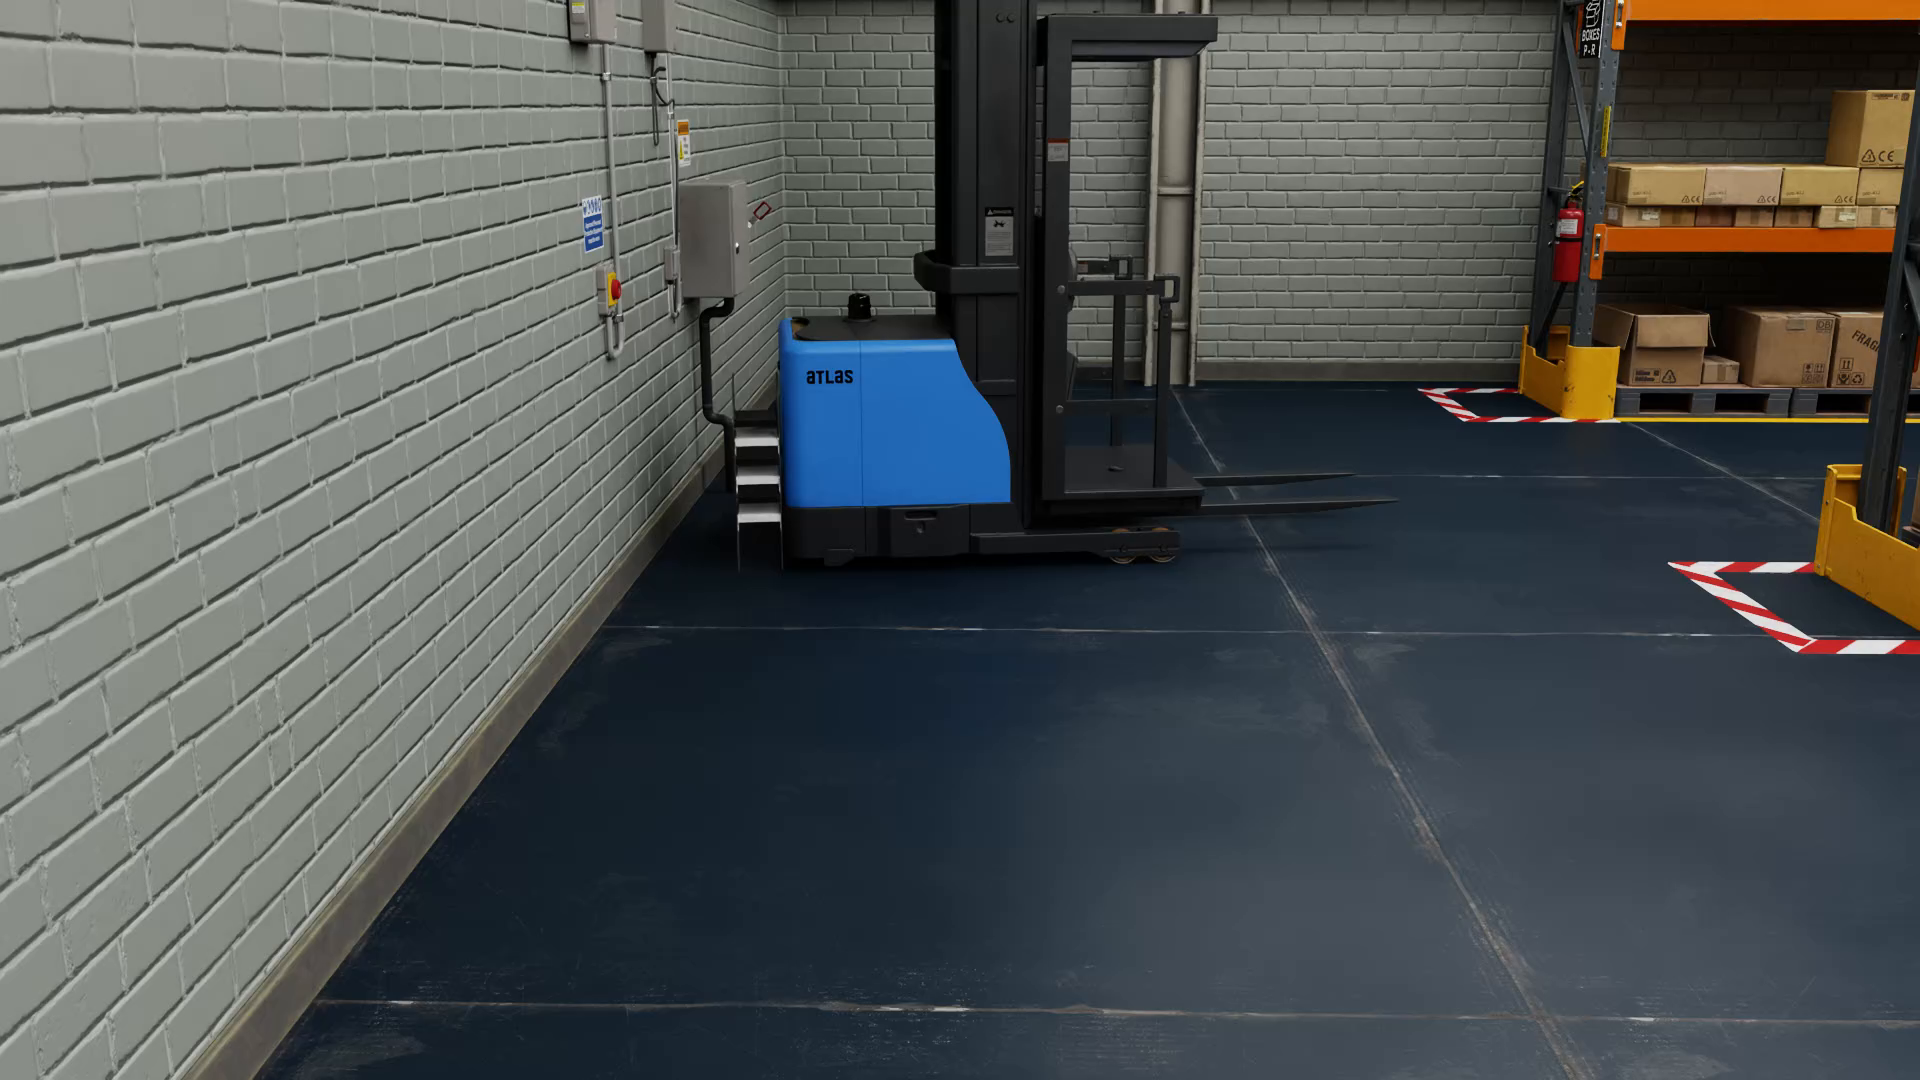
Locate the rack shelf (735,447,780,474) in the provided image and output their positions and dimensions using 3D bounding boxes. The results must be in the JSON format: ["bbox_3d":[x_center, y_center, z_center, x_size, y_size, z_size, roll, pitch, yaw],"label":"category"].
[{"bbox_3d":[-0.947,-0.375,7.775,0.200,0.077,0.258,-2,15,-7],"label":"rack shelf"}]

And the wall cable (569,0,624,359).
[{"bbox_3d":[-1.463,-1.703,6.861,0.123,1.953,0.585,0,15,1],"label":"wall cable"}]

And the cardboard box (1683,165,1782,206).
[{"bbox_3d":[5.248,-2.428,11.373,0.500,0.250,0.500,1,15,2],"label":"cardboard box"}]

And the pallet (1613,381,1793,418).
[{"bbox_3d":[5.171,-1.077,12.011,1.213,0.211,1.003,0,15,1],"label":"pallet"}]

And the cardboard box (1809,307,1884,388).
[{"bbox_3d":[6.286,-1.353,11.666,0.500,0.500,0.500,1,15,2],"label":"cardboard box"}]

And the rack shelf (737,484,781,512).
[{"bbox_3d":[-0.947,-0.201,7.821,0.200,0.077,0.258,-2,15,-7],"label":"rack shelf"}]

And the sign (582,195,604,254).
[{"bbox_3d":[-1.525,-1.315,6.915,0.001,0.218,0.327,0,15,1],"label":"sign"}]

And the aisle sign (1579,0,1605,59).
[{"bbox_3d":[4.222,-3.614,11.062,0.004,0.787,0.394,0,15,1],"label":"aisle sign"}]

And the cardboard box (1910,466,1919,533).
[{"bbox_3d":[4.837,-0.151,7.231,0.875,0.438,0.875,0,15,0],"label":"cardboard box"}]

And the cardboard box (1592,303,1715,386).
[{"bbox_3d":[4.907,-1.399,11.834,0.637,0.503,0.797,0,15,-1],"label":"cardboard box"}]

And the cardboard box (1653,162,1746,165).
[{"bbox_3d":[5.280,-2.564,11.888,0.500,0.250,0.500,0,15,2],"label":"cardboard box"}]

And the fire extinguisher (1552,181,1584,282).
[{"bbox_3d":[4.139,-2.097,11.290,0.183,0.674,0.296,0,15,1],"label":"fire extinguisher"}]

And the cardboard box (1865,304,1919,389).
[{"bbox_3d":[6.798,-1.375,11.750,0.500,0.500,0.700,0,15,-1],"label":"cardboard box"}]

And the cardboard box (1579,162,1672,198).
[{"bbox_3d":[4.764,-2.567,11.902,0.500,0.250,0.500,1,15,3],"label":"cardboard box"}]

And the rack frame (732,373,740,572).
[{"bbox_3d":[-1.048,-0.317,7.777,0.006,0.900,0.240,-2,15,-7],"label":"rack frame"}]

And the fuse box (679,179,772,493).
[{"bbox_3d":[-1.263,-1.108,9.186,0.414,1.711,0.539,0,15,1],"label":"fuse box"}]

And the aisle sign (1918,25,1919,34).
[{"bbox_3d":[4.111,-2.502,6.848,0.004,0.787,0.394,0,15,1],"label":"aisle sign"}]

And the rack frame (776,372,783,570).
[{"bbox_3d":[-0.846,-0.323,7.801,0.006,0.900,0.240,-2,15,-7],"label":"rack frame"}]

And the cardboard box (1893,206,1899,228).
[{"bbox_3d":[6.429,-2.236,11.428,0.250,0.149,0.380,0,15,1],"label":"cardboard box"}]

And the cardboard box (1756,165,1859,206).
[{"bbox_3d":[5.755,-2.425,11.364,0.500,0.250,0.500,0,15,0],"label":"cardboard box"}]

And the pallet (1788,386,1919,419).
[{"bbox_3d":[6.387,-1.069,11.978,1.213,0.211,1.003,0,15,1],"label":"pallet"}]

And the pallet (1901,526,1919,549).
[{"bbox_3d":[4.976,0.168,7.289,1.213,0.211,1.003,0,15,1],"label":"pallet"}]

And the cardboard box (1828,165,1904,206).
[{"bbox_3d":[6.267,-2.427,11.372,0.500,0.250,0.500,0,15,0],"label":"cardboard box"}]

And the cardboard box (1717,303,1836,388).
[{"bbox_3d":[5.760,-1.382,11.776,0.500,0.500,0.700,1,15,4],"label":"cardboard box"}]

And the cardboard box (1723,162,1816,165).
[{"bbox_3d":[5.775,-2.559,11.871,0.500,0.250,0.500,1,15,3],"label":"cardboard box"}]

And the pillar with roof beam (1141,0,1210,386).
[{"bbox_3d":[1.515,-4.482,7.687,0.400,9.000,9.100,0,15,1],"label":"pillar with roof beam"}]

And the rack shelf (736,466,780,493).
[{"bbox_3d":[-0.947,-0.288,7.798,0.200,0.077,0.258,-2,15,-7],"label":"rack shelf"}]

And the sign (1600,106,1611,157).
[{"bbox_3d":[4.284,-2.712,11.041,0.005,0.325,0.100,0,15,1],"label":"sign"}]

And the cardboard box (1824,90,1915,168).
[{"bbox_3d":[6.244,-2.784,11.253,0.500,0.500,0.500,1,15,3],"label":"cardboard box"}]

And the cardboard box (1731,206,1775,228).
[{"bbox_3d":[5.389,-2.238,11.435,0.250,0.149,0.380,1,15,3],"label":"cardboard box"}]

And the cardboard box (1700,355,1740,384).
[{"bbox_3d":[5.330,-1.215,11.831,0.250,0.149,0.380,0,15,-1],"label":"cardboard box"}]

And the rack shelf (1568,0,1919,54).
[{"bbox_3d":[6.297,-3.521,11.335,4.000,0.370,1.077,0,15,1],"label":"rack shelf"}]

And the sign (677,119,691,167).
[{"bbox_3d":[-1.472,-2.118,8.868,0.001,0.242,0.339,0,15,1],"label":"sign"}]

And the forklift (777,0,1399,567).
[{"bbox_3d":[0.625,-1.436,8.038,3.031,2.935,1.130,-2,15,-7],"label":"forklift"}]

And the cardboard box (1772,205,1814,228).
[{"bbox_3d":[5.655,-2.238,11.433,0.250,0.149,0.380,1,15,2],"label":"cardboard box"}]

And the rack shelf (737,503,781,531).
[{"bbox_3d":[-0.947,-0.114,7.844,0.200,0.077,0.258,-2,15,-7],"label":"rack shelf"}]

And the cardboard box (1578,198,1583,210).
[{"bbox_3d":[4.636,-2.376,11.959,0.250,0.149,0.380,0,15,1],"label":"cardboard box"}]

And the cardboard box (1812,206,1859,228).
[{"bbox_3d":[5.906,-2.217,11.355,0.250,0.149,0.380,0,15,0],"label":"cardboard box"}]

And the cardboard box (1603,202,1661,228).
[{"bbox_3d":[4.619,-2.238,11.434,0.250,0.149,0.380,0,15,1],"label":"cardboard box"}]

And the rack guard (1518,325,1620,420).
[{"bbox_3d":[4.374,-1.222,11.993,0.348,0.500,1.175,0,15,1],"label":"rack guard"}]

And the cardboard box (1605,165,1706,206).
[{"bbox_3d":[4.744,-2.431,11.385,0.500,0.250,0.500,0,15,2],"label":"cardboard box"}]

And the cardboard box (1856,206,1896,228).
[{"bbox_3d":[6.170,-2.220,11.368,0.250,0.149,0.380,1,15,3],"label":"cardboard box"}]

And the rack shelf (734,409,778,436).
[{"bbox_3d":[-0.947,-0.549,7.729,0.200,0.077,0.258,-2,15,-7],"label":"rack shelf"}]

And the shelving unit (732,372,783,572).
[{"bbox_3d":[-0.947,-0.320,7.789,0.210,0.900,0.258,-2,15,-7],"label":"shelving unit"}]

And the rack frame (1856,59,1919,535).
[{"bbox_3d":[4.175,-1.166,6.878,0.127,3.000,1.000,0,15,1],"label":"rack frame"}]

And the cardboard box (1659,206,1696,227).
[{"bbox_3d":[4.875,-2.248,11.473,0.250,0.149,0.380,1,15,3],"label":"cardboard box"}]

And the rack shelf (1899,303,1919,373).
[{"bbox_3d":[6.174,-0.805,6.920,4.000,0.370,1.077,0,15,1],"label":"rack shelf"}]

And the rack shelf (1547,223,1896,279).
[{"bbox_3d":[6.297,-2.071,11.718,4.000,0.370,1.077,0,15,1],"label":"rack shelf"}]

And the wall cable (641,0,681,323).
[{"bbox_3d":[-1.438,-2.049,8.236,0.122,1.984,0.588,0,15,1],"label":"wall cable"}]

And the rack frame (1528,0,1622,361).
[{"bbox_3d":[4.298,-2.431,11.676,0.127,3.000,1.000,0,15,1],"label":"rack frame"}]

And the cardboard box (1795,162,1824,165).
[{"bbox_3d":[6.297,-2.556,11.858,0.500,0.250,0.500,0,15,1],"label":"cardboard box"}]

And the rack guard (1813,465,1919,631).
[{"bbox_3d":[4.151,0.043,7.197,0.348,0.500,1.175,0,15,1],"label":"rack guard"}]

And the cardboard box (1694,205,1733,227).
[{"bbox_3d":[5.138,-2.255,11.500,0.250,0.149,0.380,0,15,1],"label":"cardboard box"}]

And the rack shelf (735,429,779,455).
[{"bbox_3d":[-0.947,-0.462,7.752,0.200,0.077,0.258,-2,15,-7],"label":"rack shelf"}]
